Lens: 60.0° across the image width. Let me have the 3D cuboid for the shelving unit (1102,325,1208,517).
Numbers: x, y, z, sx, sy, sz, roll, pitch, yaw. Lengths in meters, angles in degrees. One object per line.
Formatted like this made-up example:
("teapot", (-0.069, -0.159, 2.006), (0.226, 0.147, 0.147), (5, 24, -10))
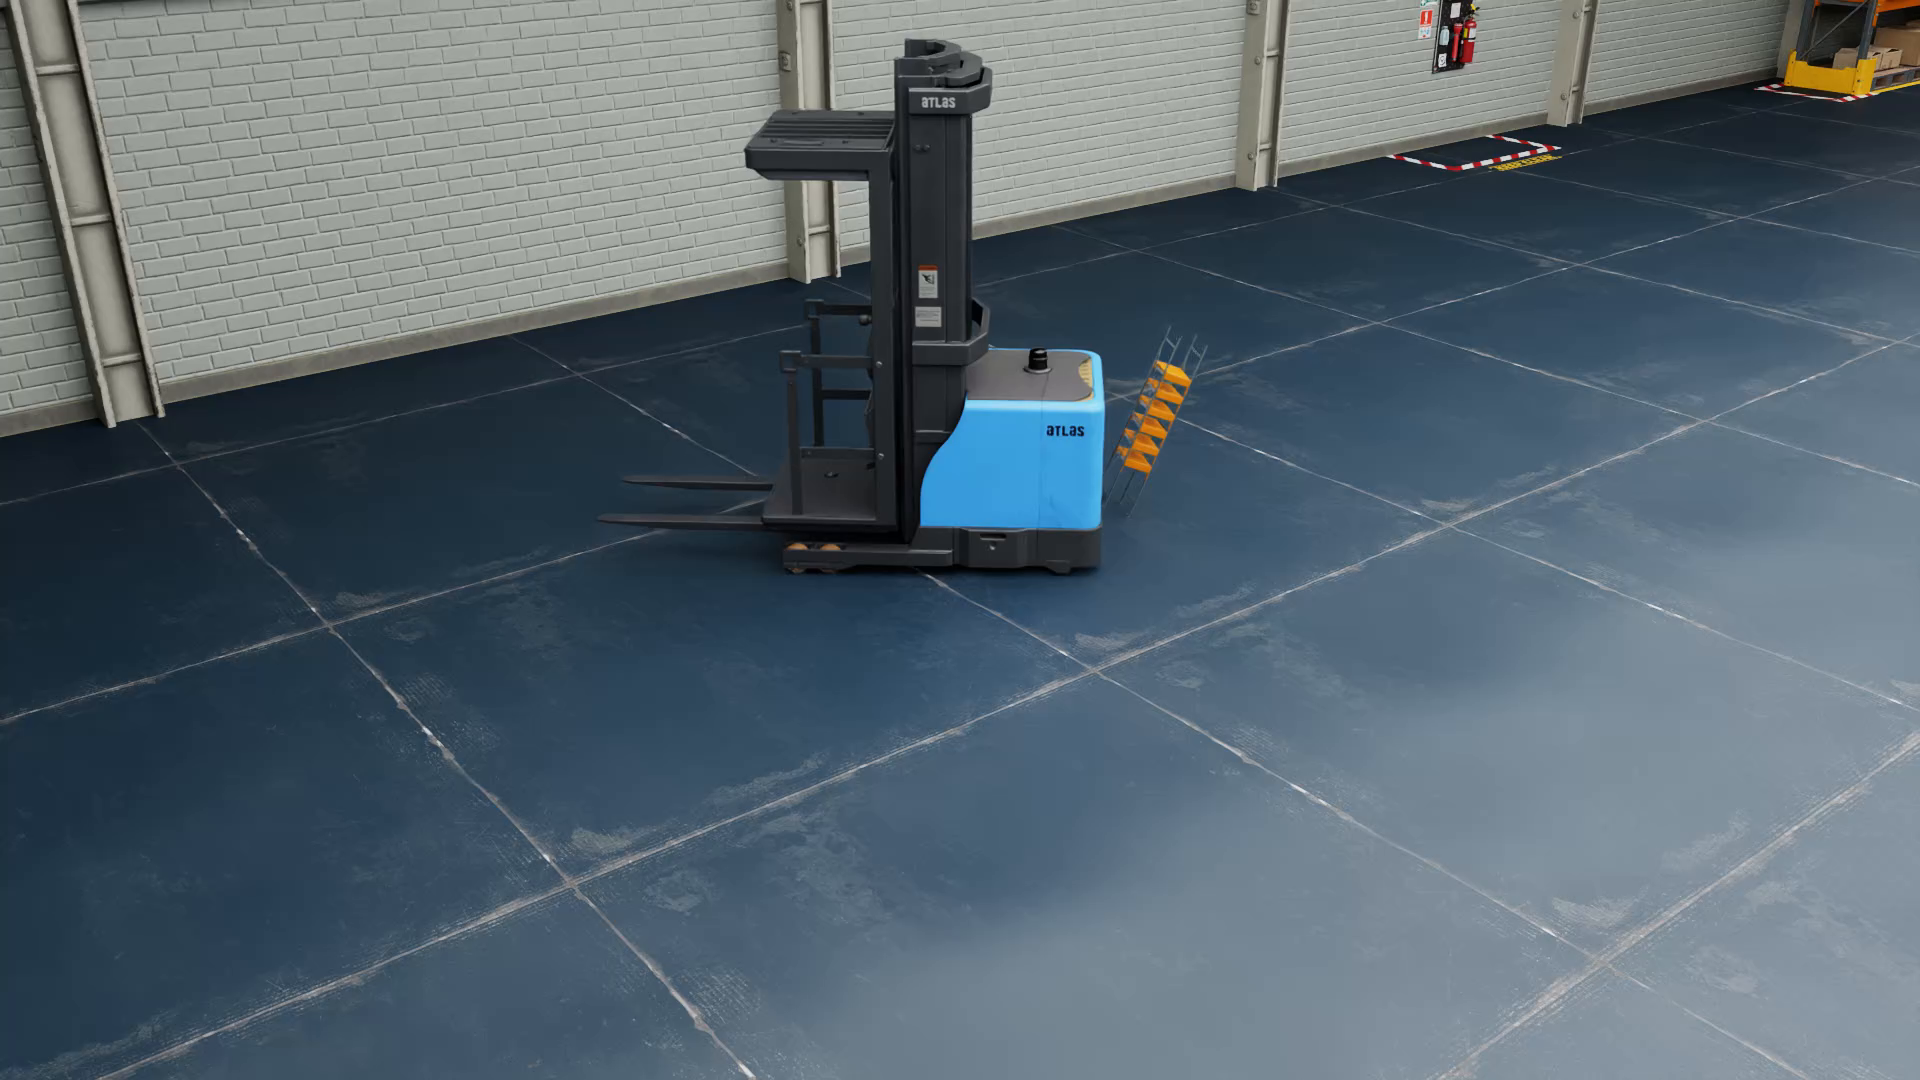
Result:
("shelving unit", (1.189, -0.740, 10.433), (0.189, 1.200, 0.258), (17, 21, -17))

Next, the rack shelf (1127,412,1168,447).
("rack shelf", (1.173, -0.701, 10.448), (0.180, 0.103, 0.258), (17, 21, -17))

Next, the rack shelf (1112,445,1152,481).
("rack shelf", (1.085, -0.493, 10.528), (0.180, 0.103, 0.258), (17, 21, -17))

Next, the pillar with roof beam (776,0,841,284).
("pillar with roof beam", (1.296, -5.124, 10.601), (0.400, 9.000, 9.100), (-18, 31, -34))

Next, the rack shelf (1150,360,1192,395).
("rack shelf", (1.305, -1.013, 10.328), (0.180, 0.103, 0.258), (17, 21, -17))

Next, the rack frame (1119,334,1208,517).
("rack frame", (1.273, -0.715, 10.460), (0.006, 1.200, 0.240), (17, 21, -17))

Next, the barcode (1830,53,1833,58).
("barcode", (13.154, -7.308, 25.093), (0.075, 0.075, 0.001), (-18, 31, -34))

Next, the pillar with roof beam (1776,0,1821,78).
("pillar with roof beam", (15.460, -9.800, 20.676), (0.400, 9.000, 9.100), (-18, 31, -34))

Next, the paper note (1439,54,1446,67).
("paper note", (5.932, -5.894, 20.433), (0.142, 0.148, 0.016), (-18, 31, -34))

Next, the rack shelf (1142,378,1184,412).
("rack shelf", (1.261, -0.909, 10.368), (0.180, 0.103, 0.258), (17, 21, -17))

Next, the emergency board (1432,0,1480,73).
("emergency board", (6.114, -6.317, 20.298), (0.643, 1.169, 0.194), (-18, 31, -34))

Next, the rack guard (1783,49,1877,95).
("rack guard", (12.846, -6.922, 24.571), (0.348, 0.500, 1.175), (-18, 31, -34))

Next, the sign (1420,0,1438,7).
("sign", (5.624, -6.462, 19.939), (0.331, 0.109, 0.001), (-18, 31, -34))

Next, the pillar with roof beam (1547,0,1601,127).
("pillar with roof beam", (10.739, -8.241, 17.318), (0.400, 9.000, 9.100), (-18, 31, -34))

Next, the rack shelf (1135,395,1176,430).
("rack shelf", (1.217, -0.805, 10.408), (0.180, 0.103, 0.258), (17, 21, -17))

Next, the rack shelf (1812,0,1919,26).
("rack shelf", (14.360, -8.230, 25.274), (4.000, 0.370, 1.077), (-18, 31, -34))

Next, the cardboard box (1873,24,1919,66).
("cardboard box", (14.443, -7.574, 25.453), (0.500, 0.500, 0.700), (-21, 32, -37))

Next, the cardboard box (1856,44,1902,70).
("cardboard box", (13.835, -7.314, 25.118), (0.500, 0.311, 0.500), (-15, 29, -30))

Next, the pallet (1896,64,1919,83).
("pallet", (14.467, -7.306, 25.741), (1.213, 0.211, 1.003), (-18, 31, -34))

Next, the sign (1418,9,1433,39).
("sign", (5.615, -6.224, 20.054), (0.234, 0.329, 0.001), (-18, 31, -34))

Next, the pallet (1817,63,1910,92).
("pallet", (13.507, -6.991, 25.062), (1.213, 0.211, 1.003), (-18, 31, -34))

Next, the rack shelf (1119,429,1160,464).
("rack shelf", (1.129, -0.597, 10.488), (0.180, 0.103, 0.258), (17, 21, -17))

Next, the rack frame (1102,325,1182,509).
("rack frame", (1.106, -0.765, 10.406), (0.006, 1.200, 0.240), (17, 21, -17))

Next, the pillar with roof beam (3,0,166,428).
("pillar with roof beam", (-3.426, -3.565, 7.243), (0.400, 9.000, 9.100), (-18, 31, -34))

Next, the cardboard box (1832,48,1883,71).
("cardboard box", (13.387, -7.166, 24.799), (0.500, 0.311, 0.500), (-23, 33, -40))

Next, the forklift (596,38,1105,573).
("forklift", (-0.656, -1.355, 9.689), (3.031, 2.935, 1.130), (1, 25, 3))

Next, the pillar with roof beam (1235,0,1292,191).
("pillar with roof beam", (6.017, -6.683, 13.960), (0.400, 9.000, 9.100), (-18, 31, -34))

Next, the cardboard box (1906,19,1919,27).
("cardboard box", (15.142, -7.858, 26.066), (0.500, 0.500, 0.500), (-21, 32, -38))

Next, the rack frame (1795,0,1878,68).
("rack frame", (12.787, -8.036, 24.003), (0.127, 3.000, 1.000), (-18, 31, -34))
